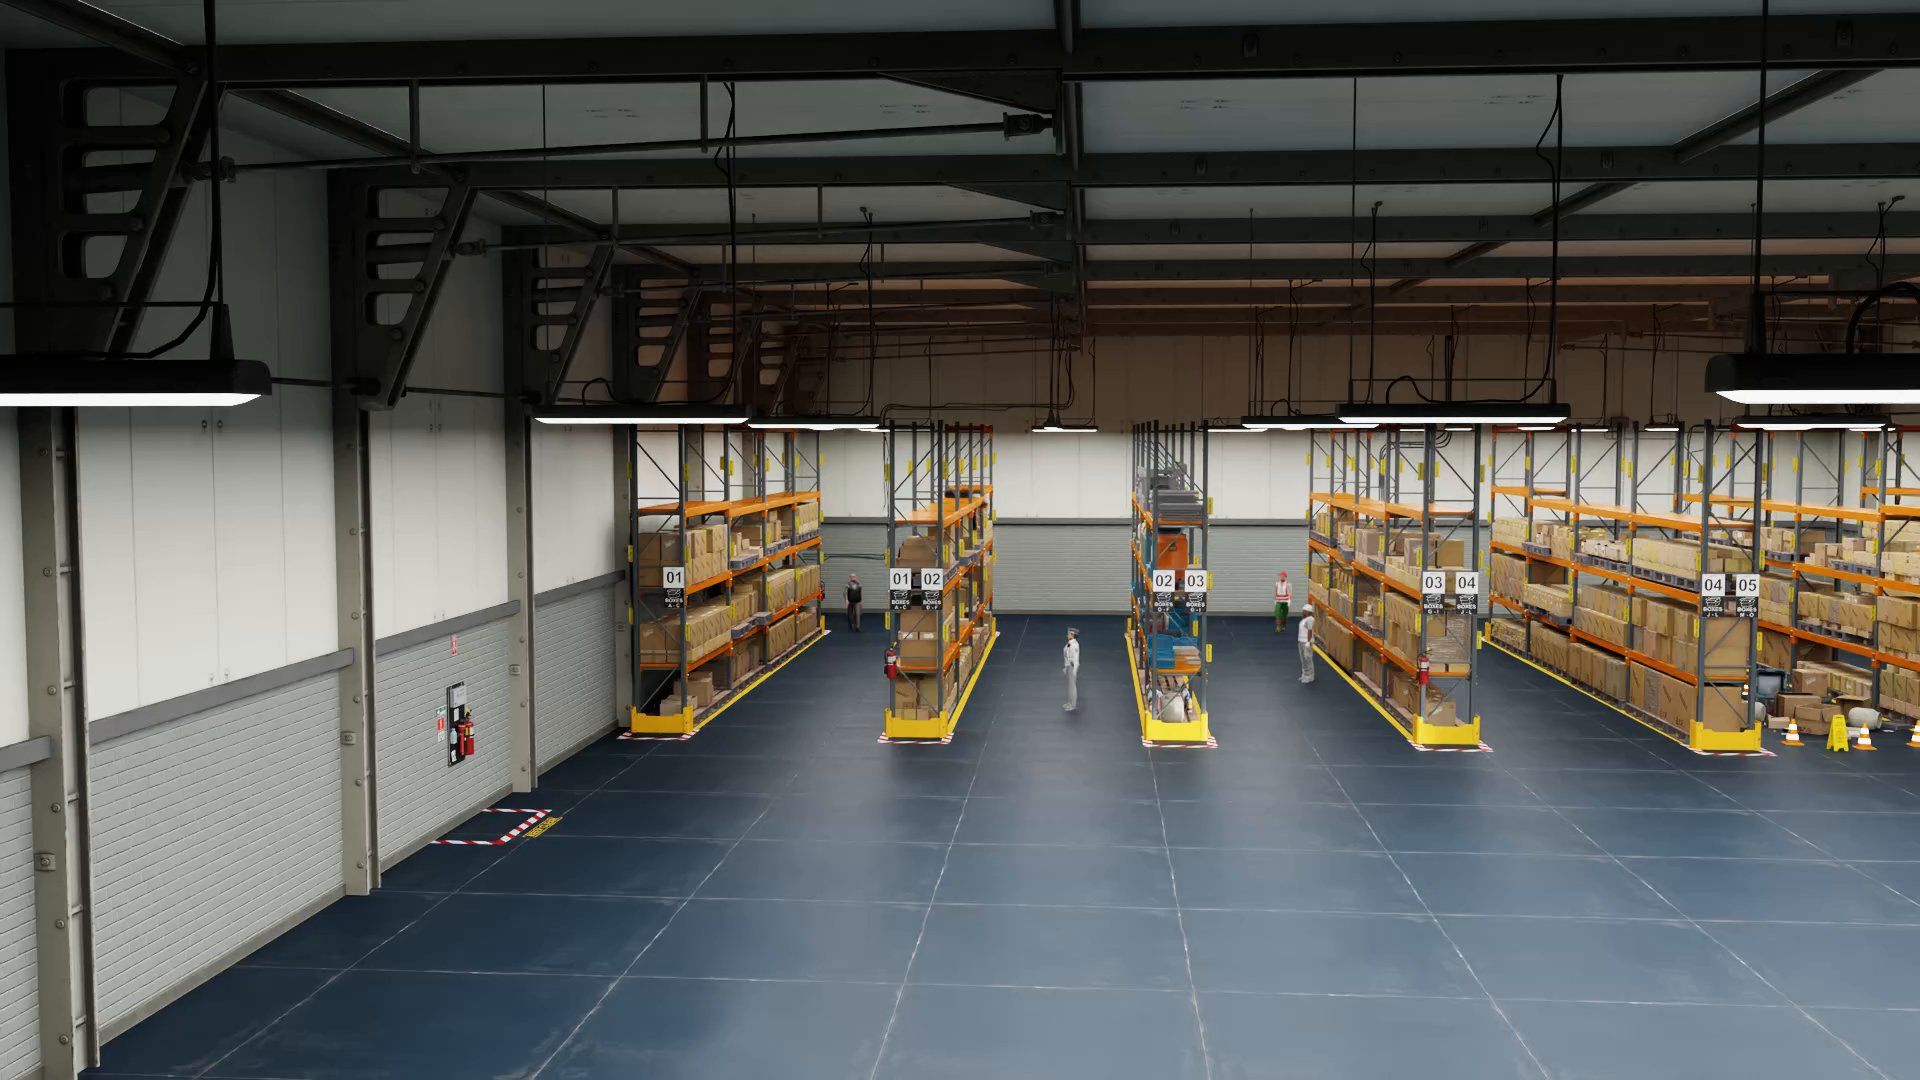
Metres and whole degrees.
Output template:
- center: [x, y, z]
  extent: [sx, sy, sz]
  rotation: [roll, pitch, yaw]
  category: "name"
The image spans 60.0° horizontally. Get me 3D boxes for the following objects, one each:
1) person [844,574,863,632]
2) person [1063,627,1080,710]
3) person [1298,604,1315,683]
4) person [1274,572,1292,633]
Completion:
- center: [-3.098, 1.822, 48.291]
  extent: [0.555, 1.673, 1.026]
  rotation: [0, 4, -5]
  category: "person"
- center: [2.313, 2.677, 34.796]
  extent: [0.375, 1.696, 0.511]
  rotation: [-1, 4, -9]
  category: "person"
- center: [8.036, 2.386, 38.611]
  extent: [0.448, 1.788, 0.586]
  rotation: [-1, 4, -15]
  category: "person"
- center: [9.331, 1.793, 48.015]
  extent: [0.510, 1.735, 1.004]
  rotation: [0, 4, 7]
  category: "person"
